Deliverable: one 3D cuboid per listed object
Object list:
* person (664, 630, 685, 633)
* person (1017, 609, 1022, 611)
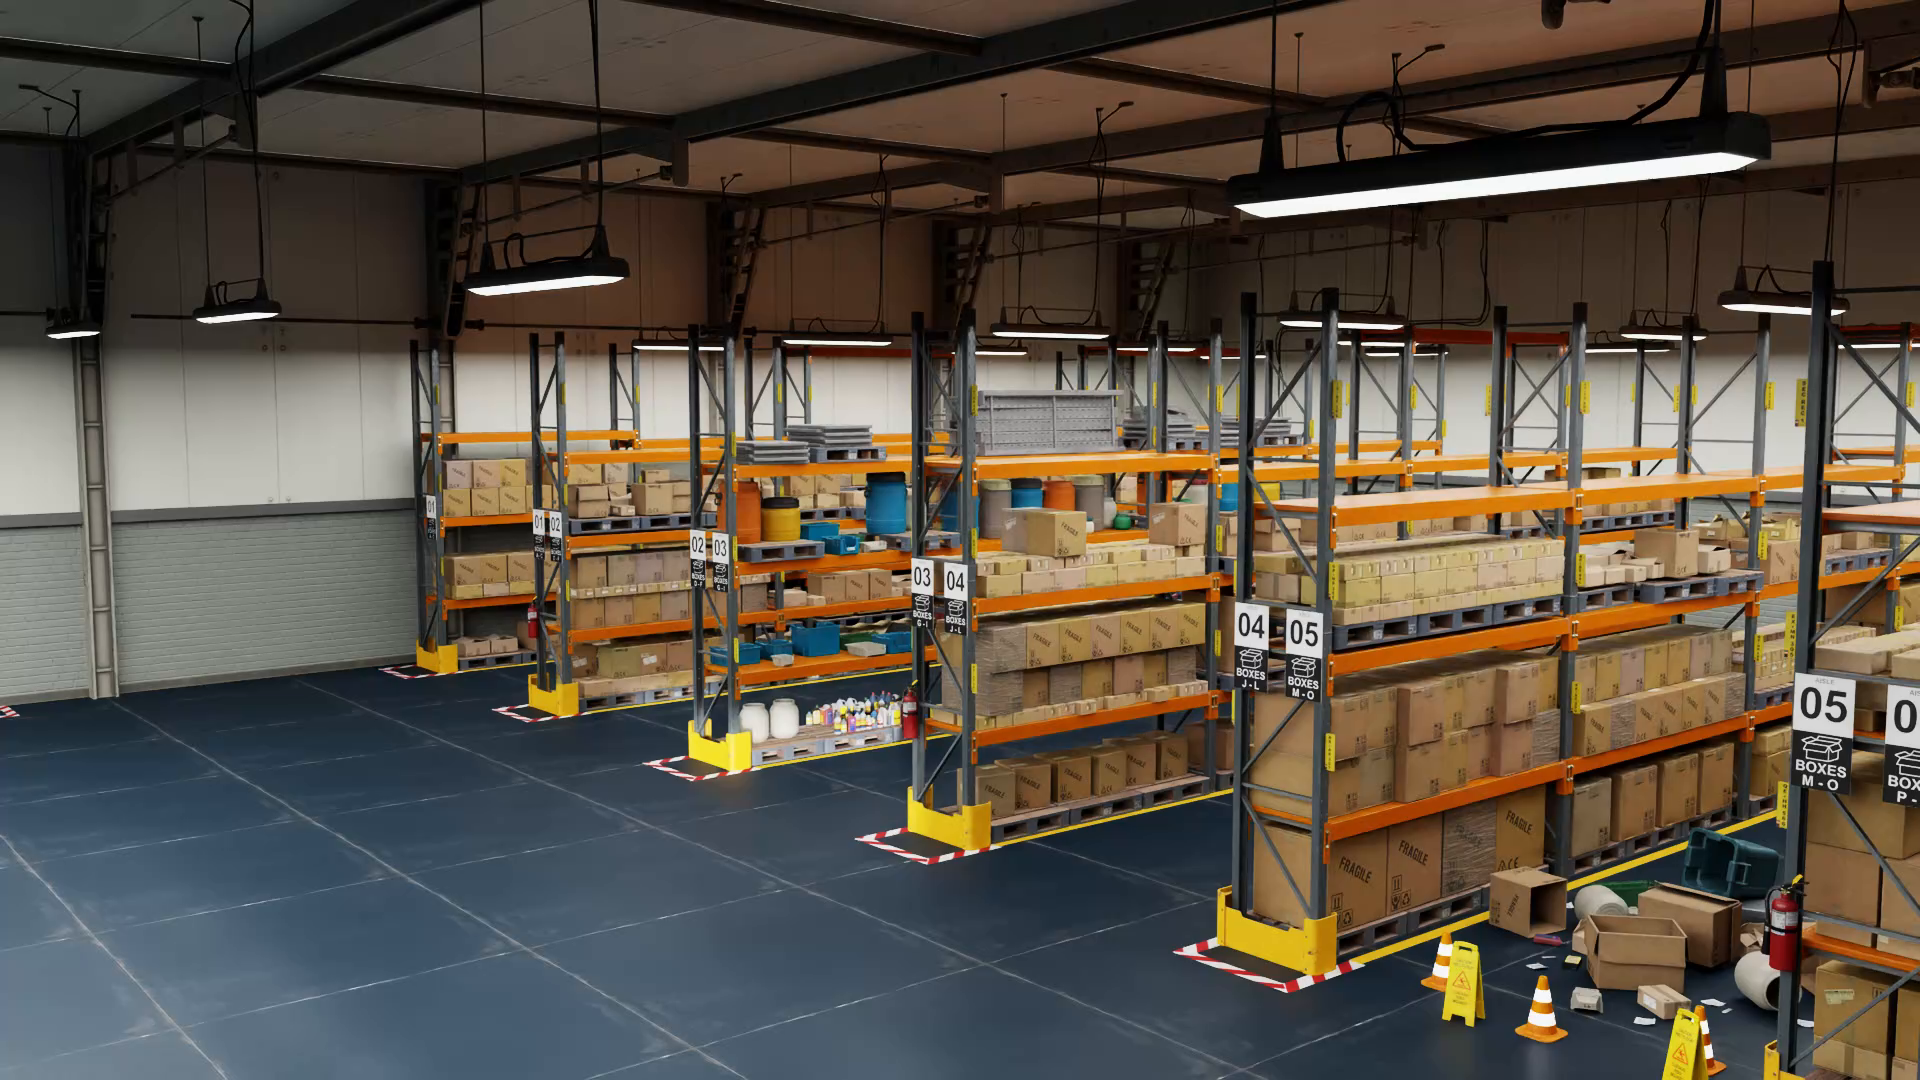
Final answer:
[{"bbox_3d":[-5.022,1.590,29.864,0.583,1.659,0.548,5,7,41],"label":"person"},{"bbox_3d":[1.167,1.449,30.537,0.621,1.738,1.025,5,7,42],"label":"person"}]
